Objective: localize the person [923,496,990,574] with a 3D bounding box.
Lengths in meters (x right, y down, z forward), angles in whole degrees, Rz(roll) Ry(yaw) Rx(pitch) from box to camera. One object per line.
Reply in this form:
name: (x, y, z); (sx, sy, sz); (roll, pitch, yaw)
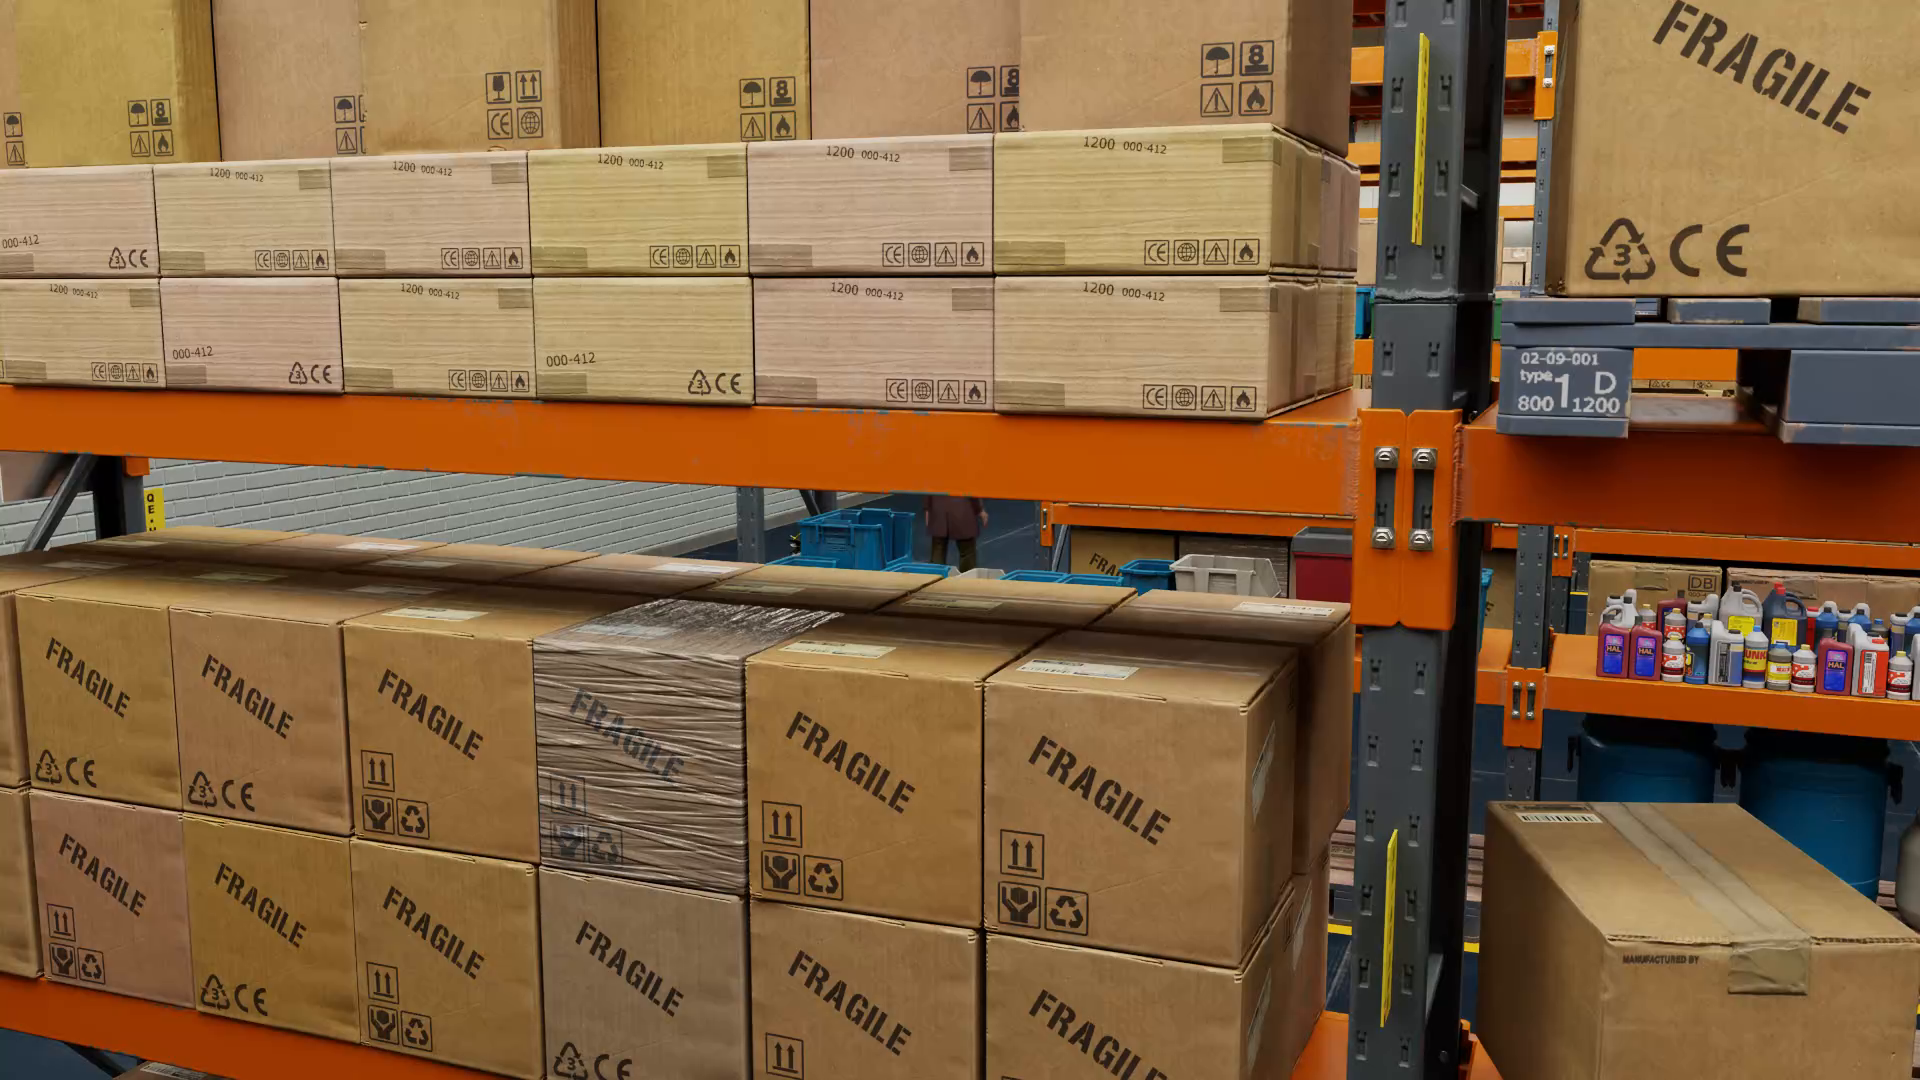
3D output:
person: (-0.034, -0.257, 15.934); (0.654, 1.781, 0.618); (4, 10, 26)
